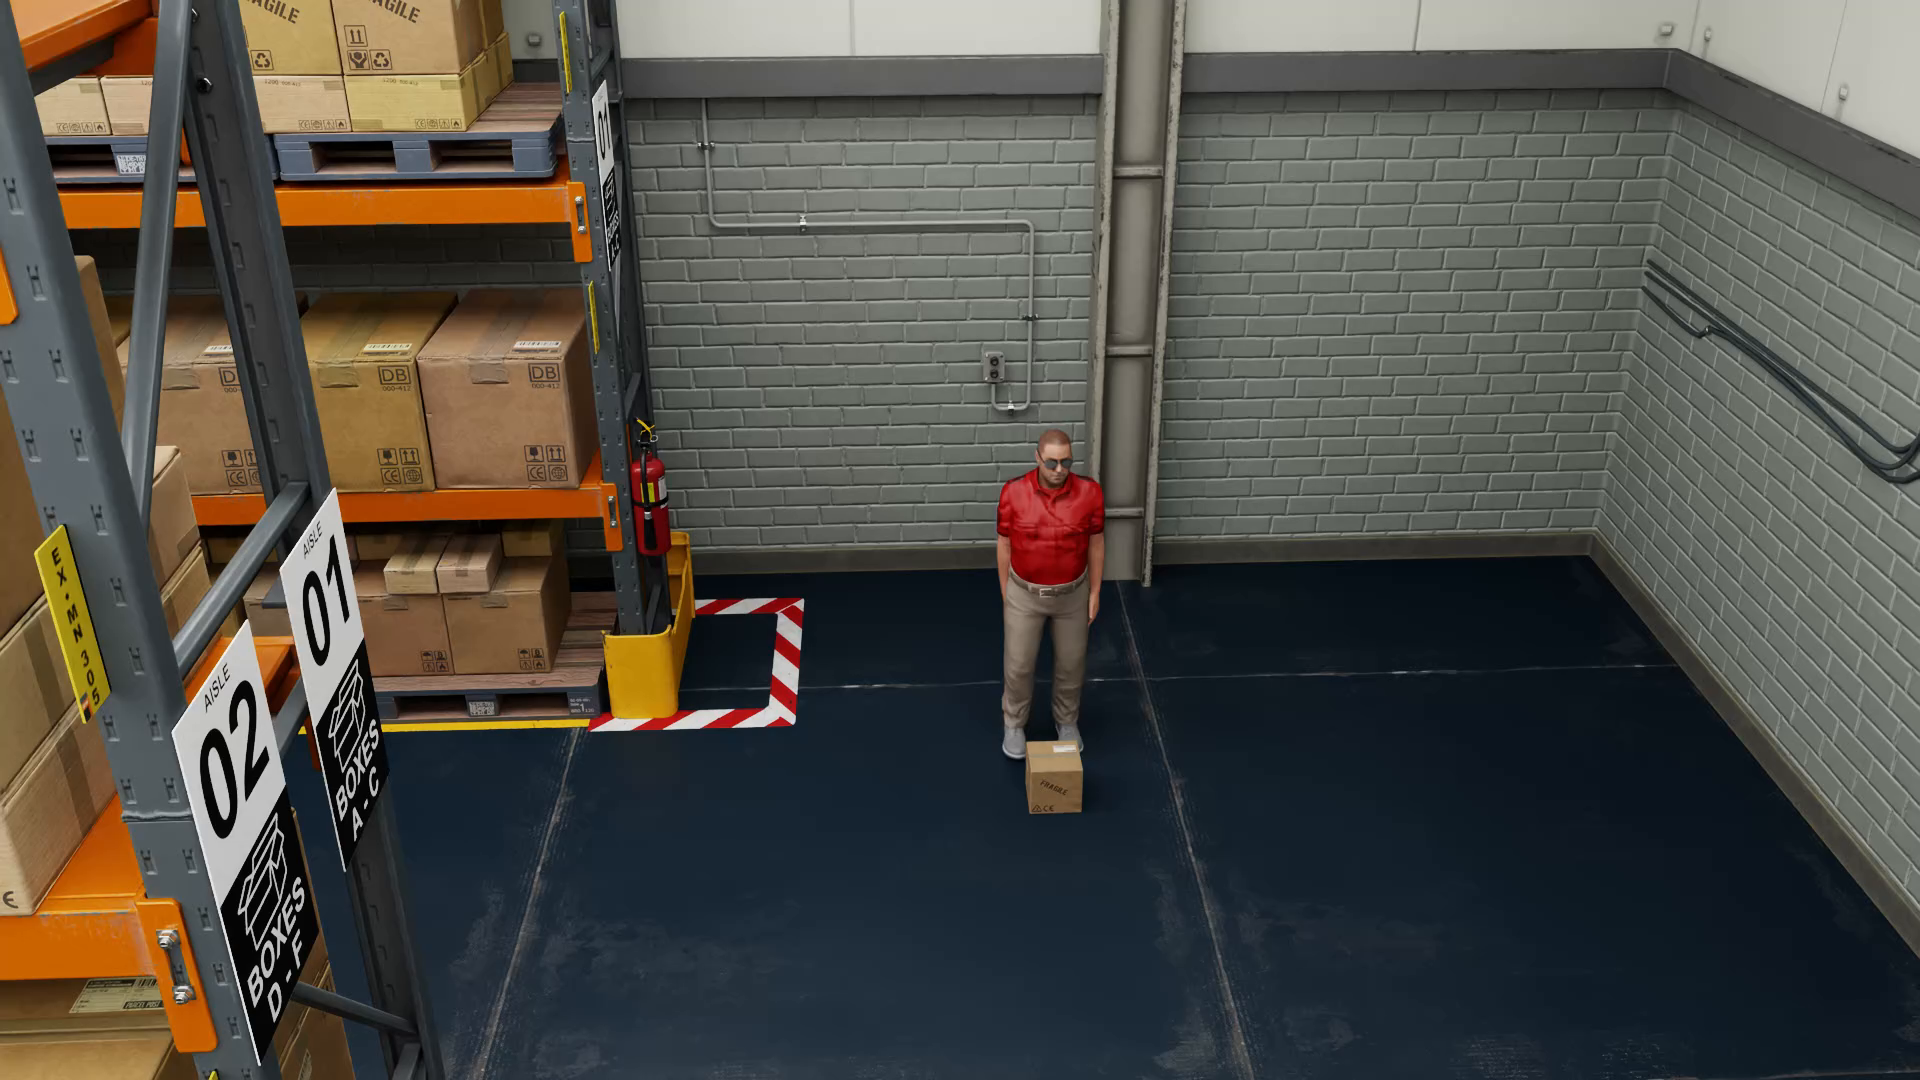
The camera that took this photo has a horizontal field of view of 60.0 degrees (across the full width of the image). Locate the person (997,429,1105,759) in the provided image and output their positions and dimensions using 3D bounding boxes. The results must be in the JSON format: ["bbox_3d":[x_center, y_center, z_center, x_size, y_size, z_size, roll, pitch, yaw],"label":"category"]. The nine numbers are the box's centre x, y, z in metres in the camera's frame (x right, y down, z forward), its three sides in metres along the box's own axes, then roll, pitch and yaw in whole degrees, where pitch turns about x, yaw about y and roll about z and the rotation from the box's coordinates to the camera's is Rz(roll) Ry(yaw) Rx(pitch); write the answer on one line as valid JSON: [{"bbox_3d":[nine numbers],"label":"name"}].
[{"bbox_3d":[0.442,0.273,8.118,0.527,1.722,0.360,-1,27,-1],"label":"person"}]
